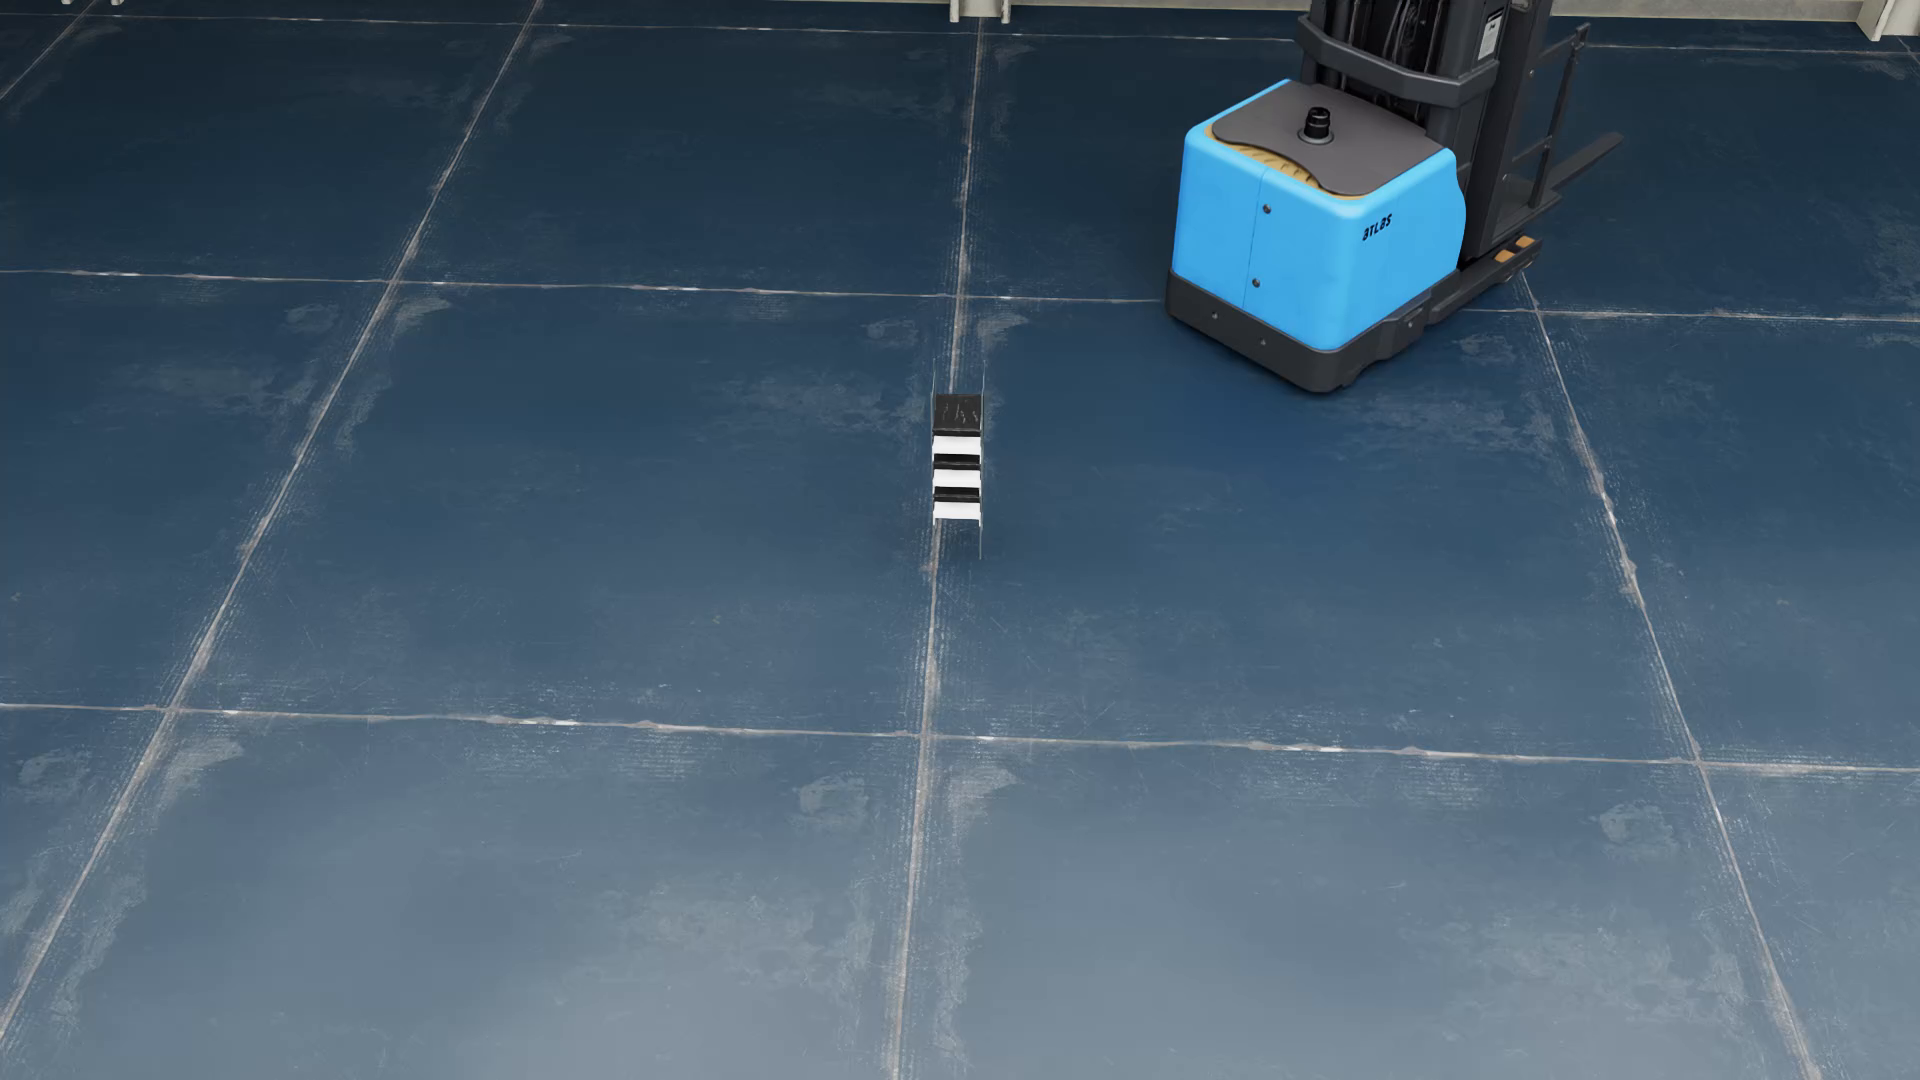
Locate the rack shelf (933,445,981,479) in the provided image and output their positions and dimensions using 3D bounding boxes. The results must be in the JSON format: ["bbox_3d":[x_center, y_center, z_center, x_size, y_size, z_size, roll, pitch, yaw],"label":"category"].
[{"bbox_3d":[-0.008,-0.371,6.990,0.200,0.077,0.258,2,43,2],"label":"rack shelf"}]

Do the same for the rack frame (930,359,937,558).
[{"bbox_3d":[-0.110,-0.333,7.032,0.006,0.900,0.240,2,43,2],"label":"rack frame"}]

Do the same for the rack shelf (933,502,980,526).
[{"bbox_3d":[-0.008,-0.173,7.174,0.200,0.077,0.258,2,43,2],"label":"rack shelf"}]

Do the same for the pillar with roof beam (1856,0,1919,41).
[{"bbox_3d":[5.938,-3.710,4.716,0.400,9.000,9.100,2,43,2],"label":"pillar with roof beam"}]

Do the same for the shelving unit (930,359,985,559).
[{"bbox_3d":[-0.008,-0.330,7.029,0.210,0.900,0.258,2,43,2],"label":"shelving unit"}]

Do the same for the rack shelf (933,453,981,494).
[{"bbox_3d":[-0.008,-0.305,7.052,0.200,0.077,0.258,2,43,2],"label":"rack shelf"}]

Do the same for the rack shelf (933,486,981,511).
[{"bbox_3d":[-0.008,-0.239,7.113,0.200,0.077,0.258,2,43,2],"label":"rack shelf"}]

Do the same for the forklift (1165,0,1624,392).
[{"bbox_3d":[2.462,-2.668,8.049,3.031,2.935,1.130,-33,52,-30],"label":"forklift"}]

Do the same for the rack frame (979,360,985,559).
[{"bbox_3d":[0.093,-0.326,7.026,0.006,0.900,0.240,2,43,2],"label":"rack frame"}]

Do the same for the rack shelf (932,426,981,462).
[{"bbox_3d":[-0.008,-0.437,6.929,0.200,0.077,0.258,2,43,2],"label":"rack shelf"}]

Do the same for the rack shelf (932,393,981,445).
[{"bbox_3d":[-0.008,-0.503,6.868,0.200,0.077,0.258,2,43,2],"label":"rack shelf"}]
